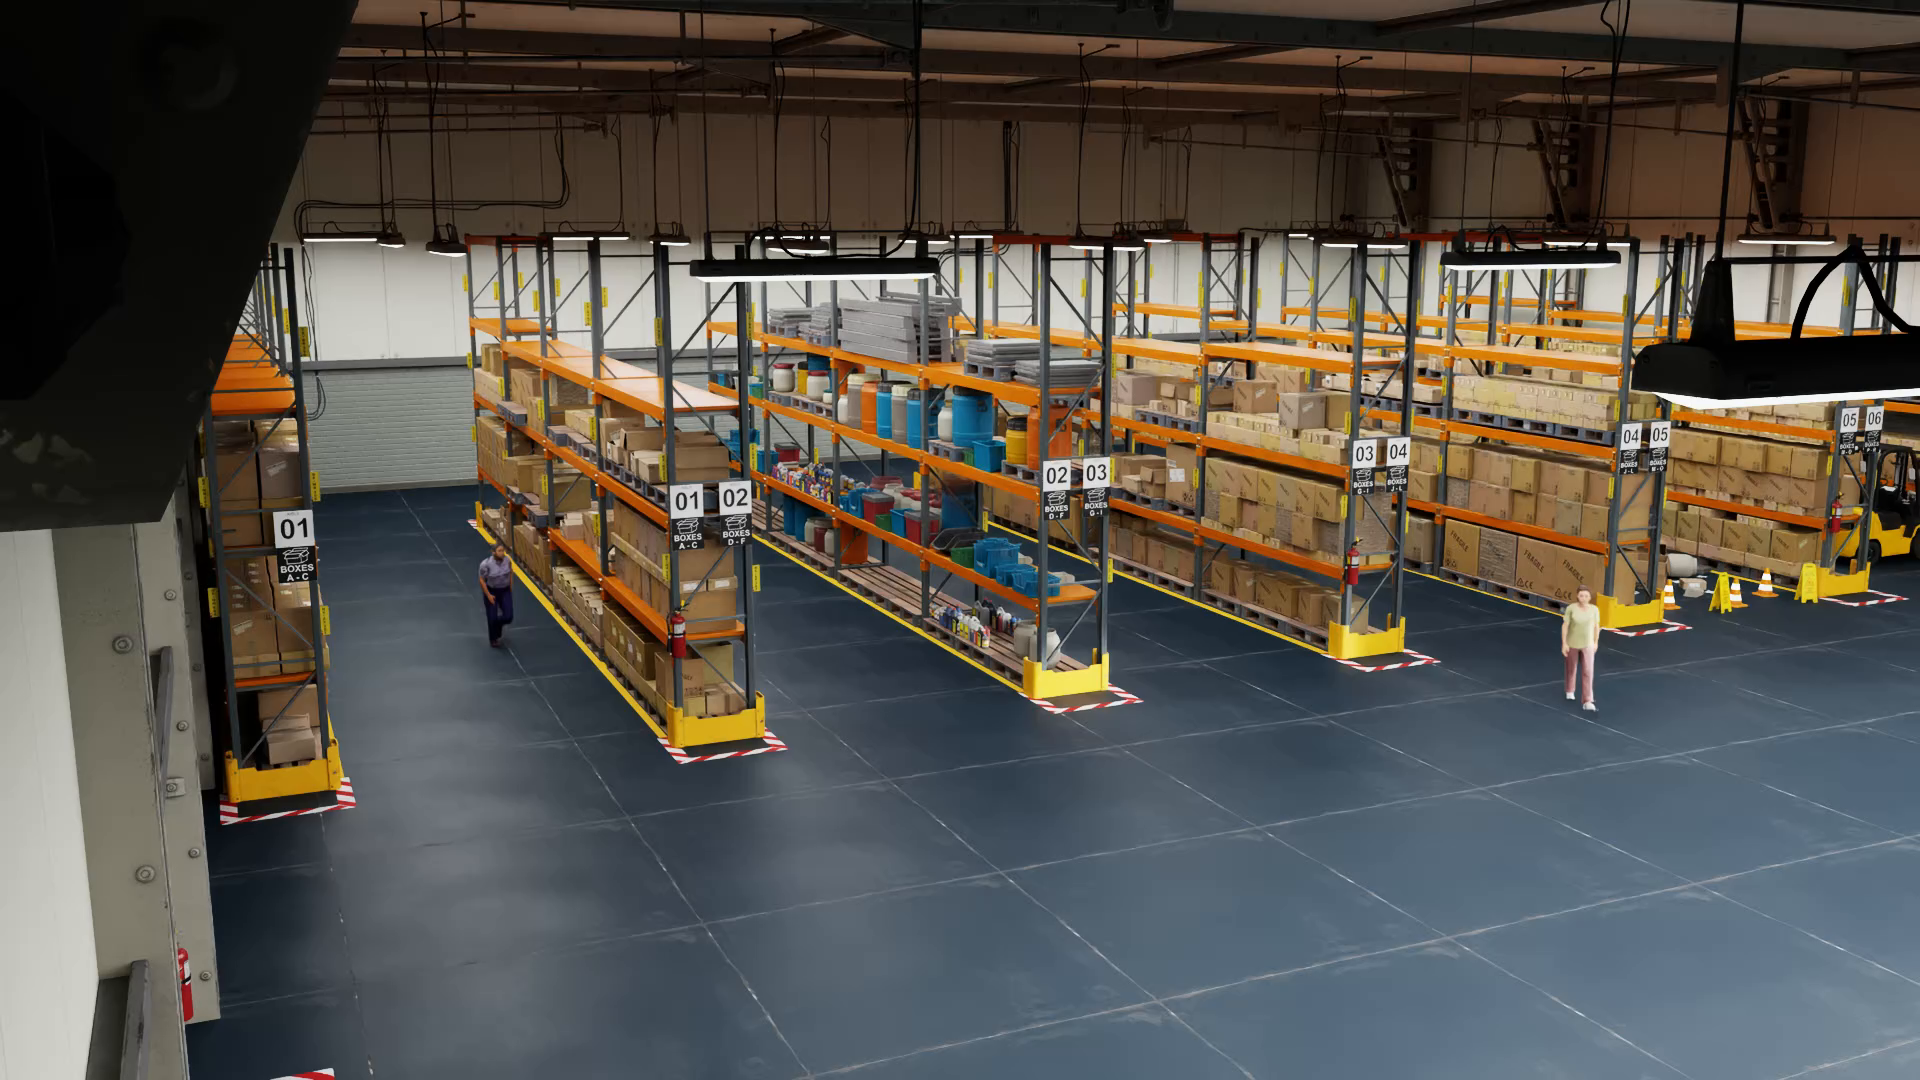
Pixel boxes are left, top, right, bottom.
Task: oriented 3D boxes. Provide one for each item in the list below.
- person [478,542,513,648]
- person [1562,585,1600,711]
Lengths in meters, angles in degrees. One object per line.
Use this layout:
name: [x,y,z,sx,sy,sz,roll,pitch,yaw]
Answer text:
person: [-6.944,0.799,24.890,0.554,1.604,0.542,-6,13,-30]
person: [8.072,1.383,21.653,0.472,1.611,1.070,4,12,18]
